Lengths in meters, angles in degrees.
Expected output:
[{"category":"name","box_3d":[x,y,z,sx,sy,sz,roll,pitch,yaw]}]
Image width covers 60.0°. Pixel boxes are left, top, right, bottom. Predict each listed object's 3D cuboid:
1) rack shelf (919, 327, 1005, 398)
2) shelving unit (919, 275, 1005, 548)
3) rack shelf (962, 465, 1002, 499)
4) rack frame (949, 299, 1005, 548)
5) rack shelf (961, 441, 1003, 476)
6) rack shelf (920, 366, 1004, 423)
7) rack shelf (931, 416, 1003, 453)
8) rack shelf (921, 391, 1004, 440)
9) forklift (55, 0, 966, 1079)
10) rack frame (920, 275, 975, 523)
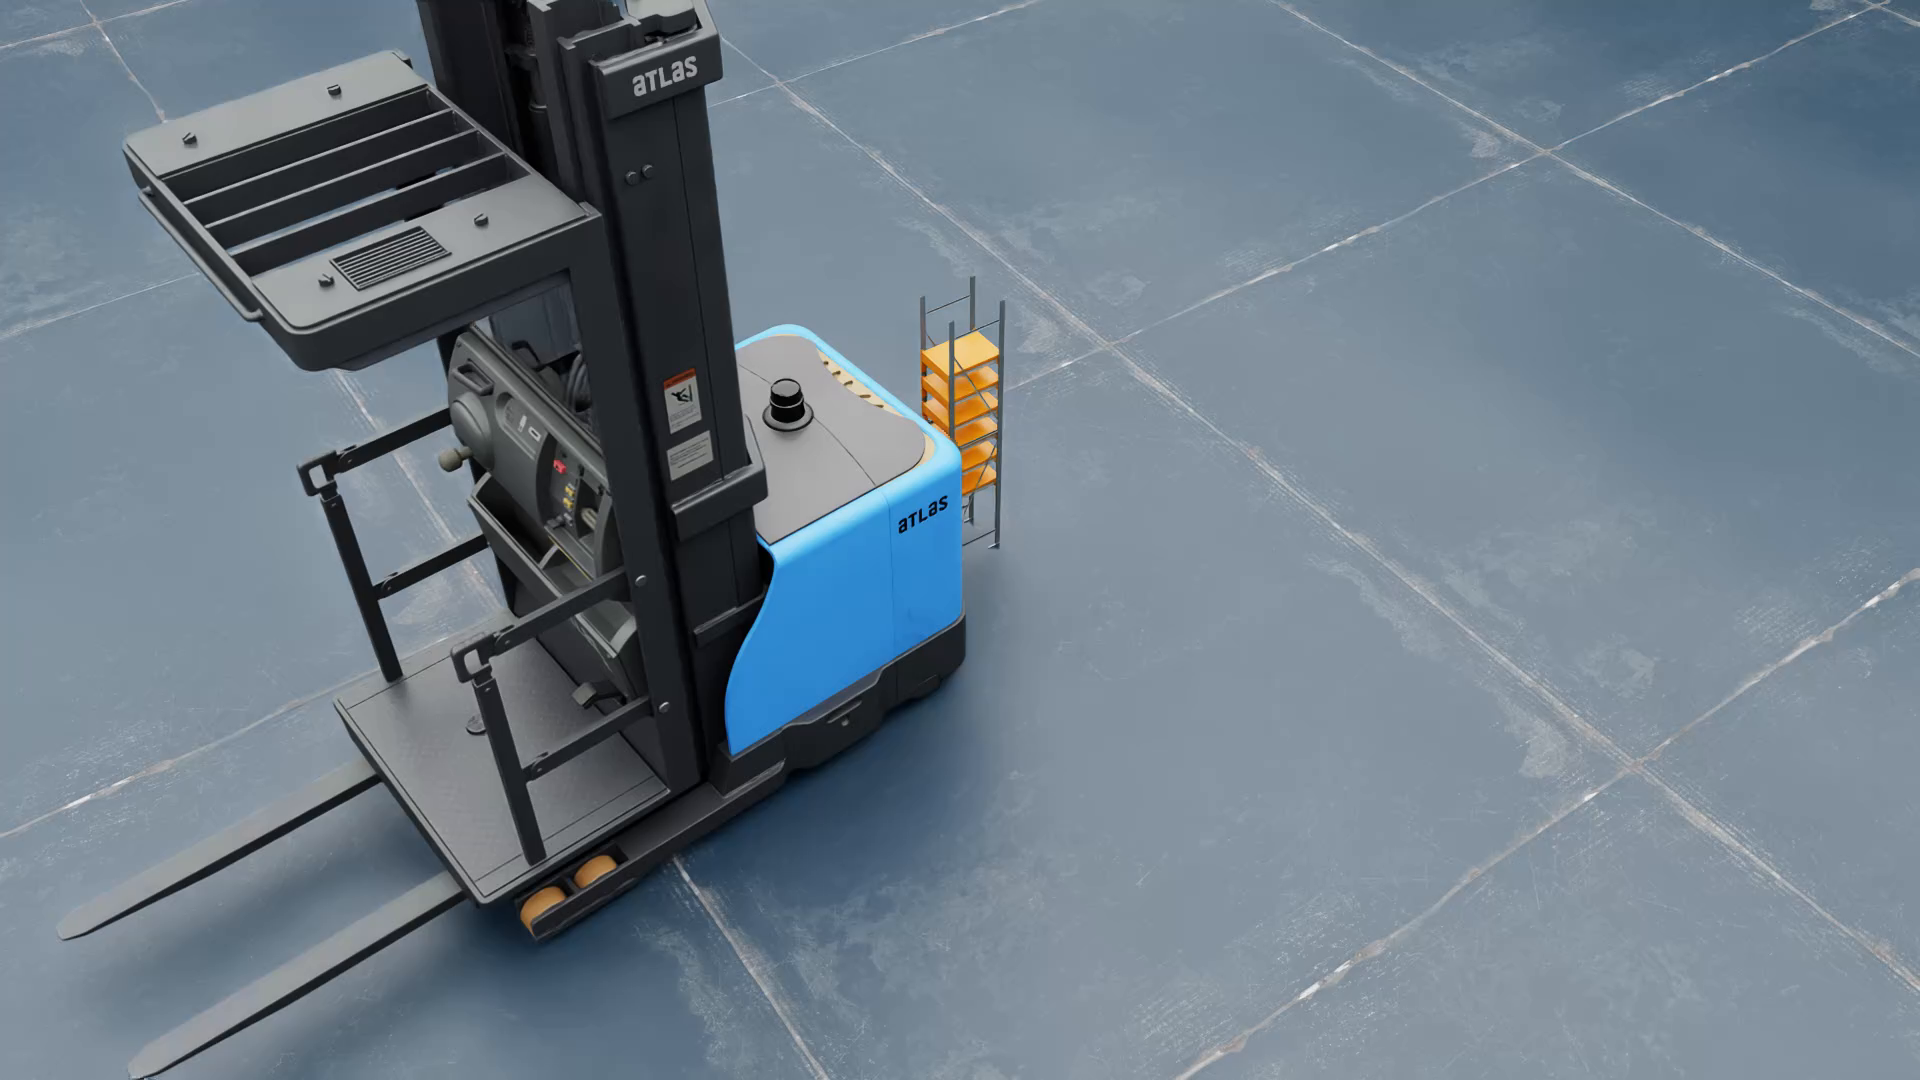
[{"category":"rack shelf","box_3d":[0.008,-0.654,6.109,0.258,0.103,0.180,-26,49,-24]},{"category":"shelving unit","box_3d":[0.008,-0.426,6.327,0.258,1.200,0.189,-26,49,-24]},{"category":"rack shelf","box_3d":[0.008,-0.220,6.524,0.258,0.103,0.180,-26,49,-24]},{"category":"rack frame","box_3d":[0.061,-0.374,6.273,0.240,1.200,0.006,-26,49,-24]},{"category":"rack shelf","box_3d":[0.008,-0.307,6.441,0.258,0.103,0.180,-26,49,-24]},{"category":"rack shelf","box_3d":[0.008,-0.567,6.192,0.258,0.103,0.180,-26,49,-24]},{"category":"rack shelf","box_3d":[0.008,-0.394,6.358,0.258,0.103,0.180,-26,49,-24]},{"category":"rack shelf","box_3d":[0.008,-0.480,6.275,0.258,0.103,0.180,-26,49,-24]},{"category":"forklift","box_3d":[-1.435,-0.185,4.822,3.031,2.935,1.130,-30,51,-28]},{"category":"rack frame","box_3d":[-0.044,-0.478,6.381,0.240,1.200,0.006,-26,49,-24]}]
